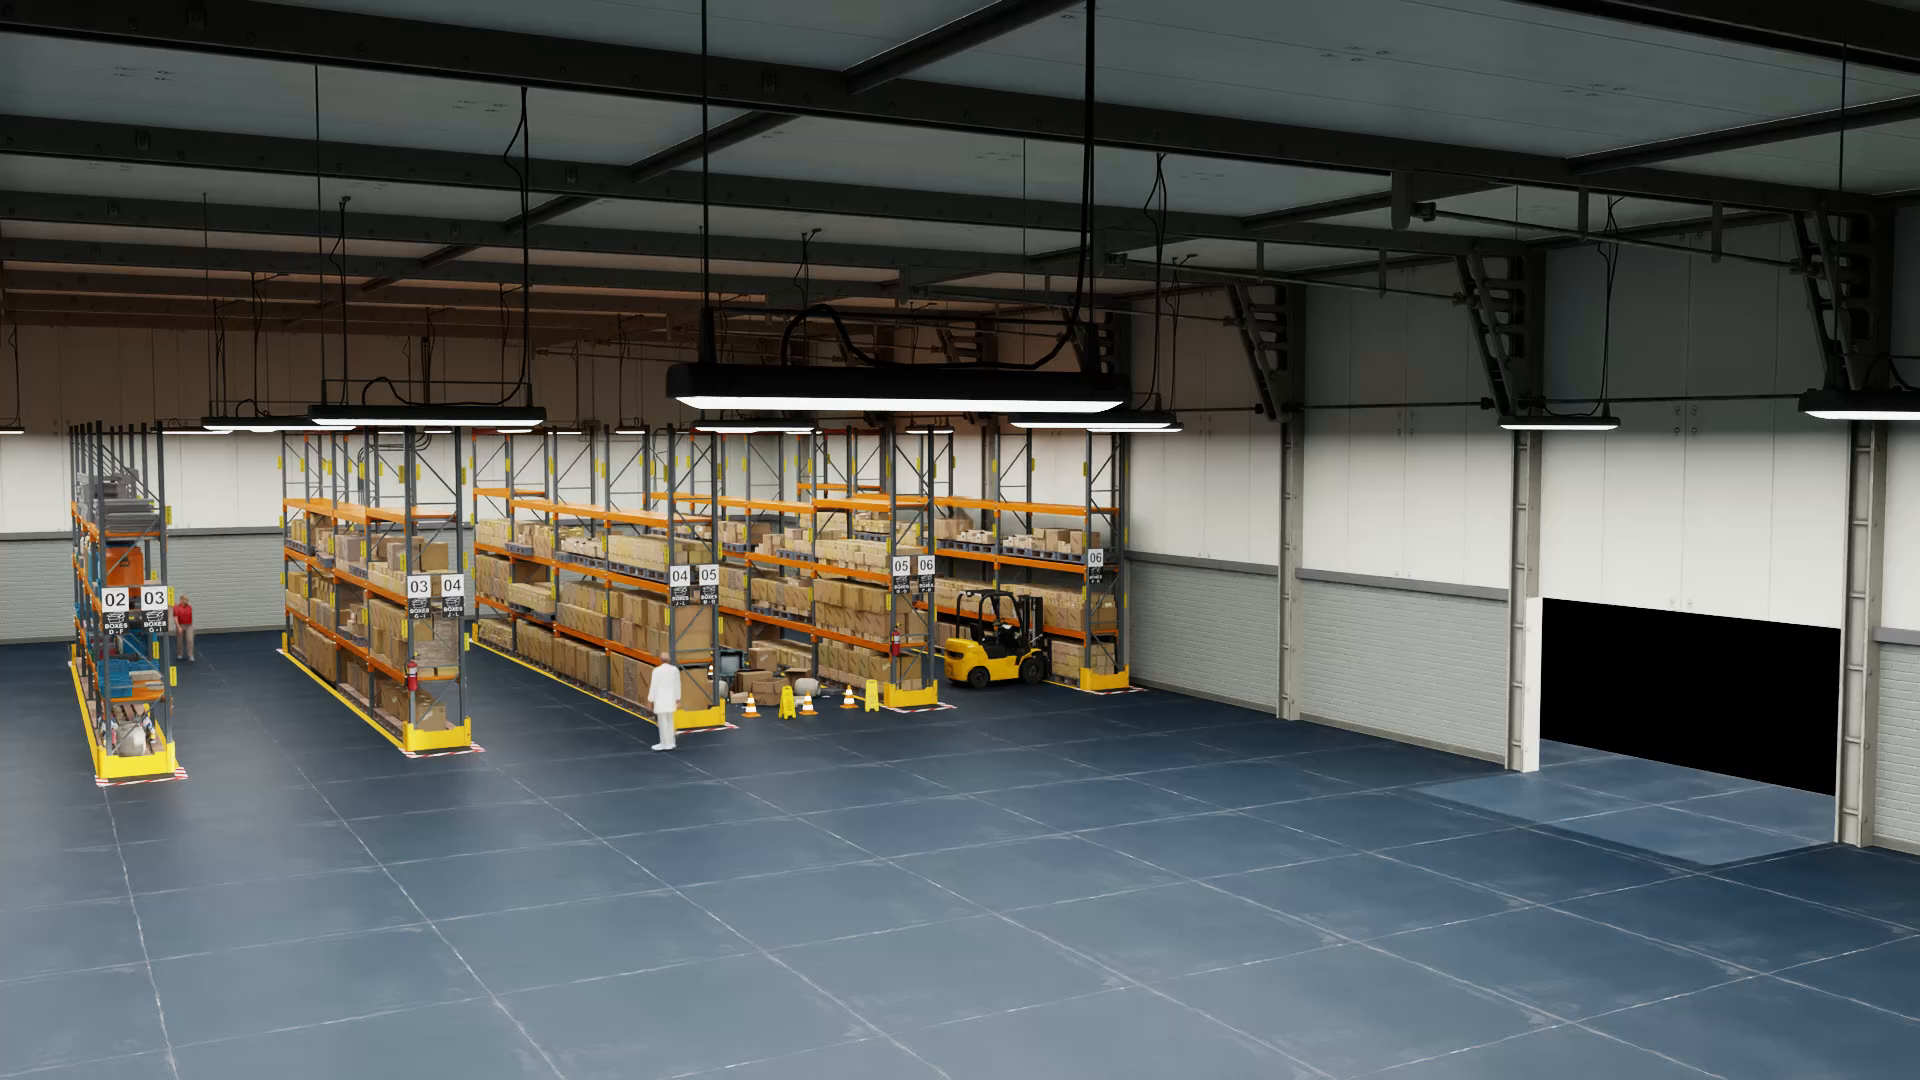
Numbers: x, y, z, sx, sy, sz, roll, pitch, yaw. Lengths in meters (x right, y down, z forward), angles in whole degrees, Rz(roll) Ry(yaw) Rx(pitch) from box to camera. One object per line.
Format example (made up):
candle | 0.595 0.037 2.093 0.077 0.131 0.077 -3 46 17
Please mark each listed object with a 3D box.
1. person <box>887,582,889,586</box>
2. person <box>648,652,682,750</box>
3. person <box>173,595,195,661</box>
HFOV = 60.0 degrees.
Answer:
person | -1.752 1.884 43.879 0.531 1.682 0.385 3 5 42
person | -5.409 2.957 30.496 0.656 1.814 0.428 -3 5 -43
person | -19.850 2.252 42.487 0.476 1.673 1.060 -2 4 -30
